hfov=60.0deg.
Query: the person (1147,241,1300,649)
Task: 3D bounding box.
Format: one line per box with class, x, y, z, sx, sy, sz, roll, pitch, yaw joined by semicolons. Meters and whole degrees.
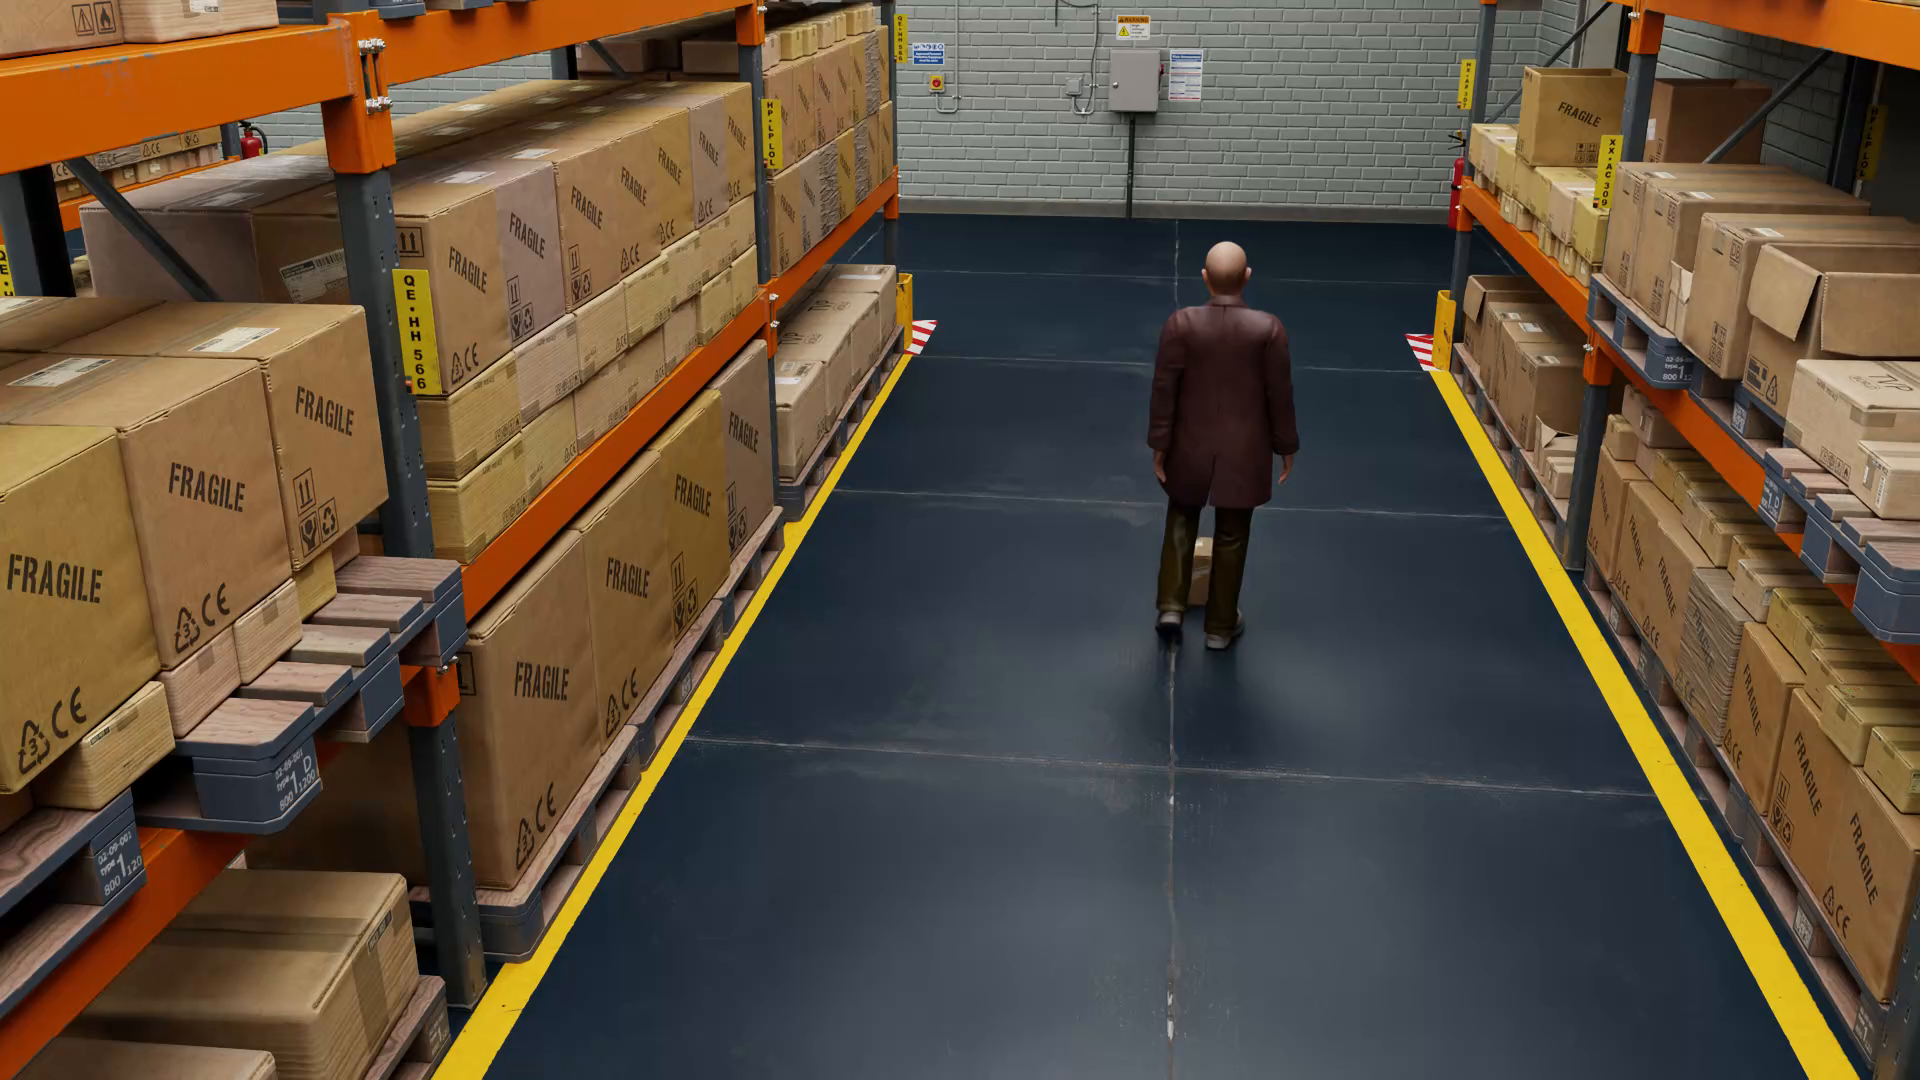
person;1.133;-0.383;7.134;0.639;1.817;0.421;6;22;15
